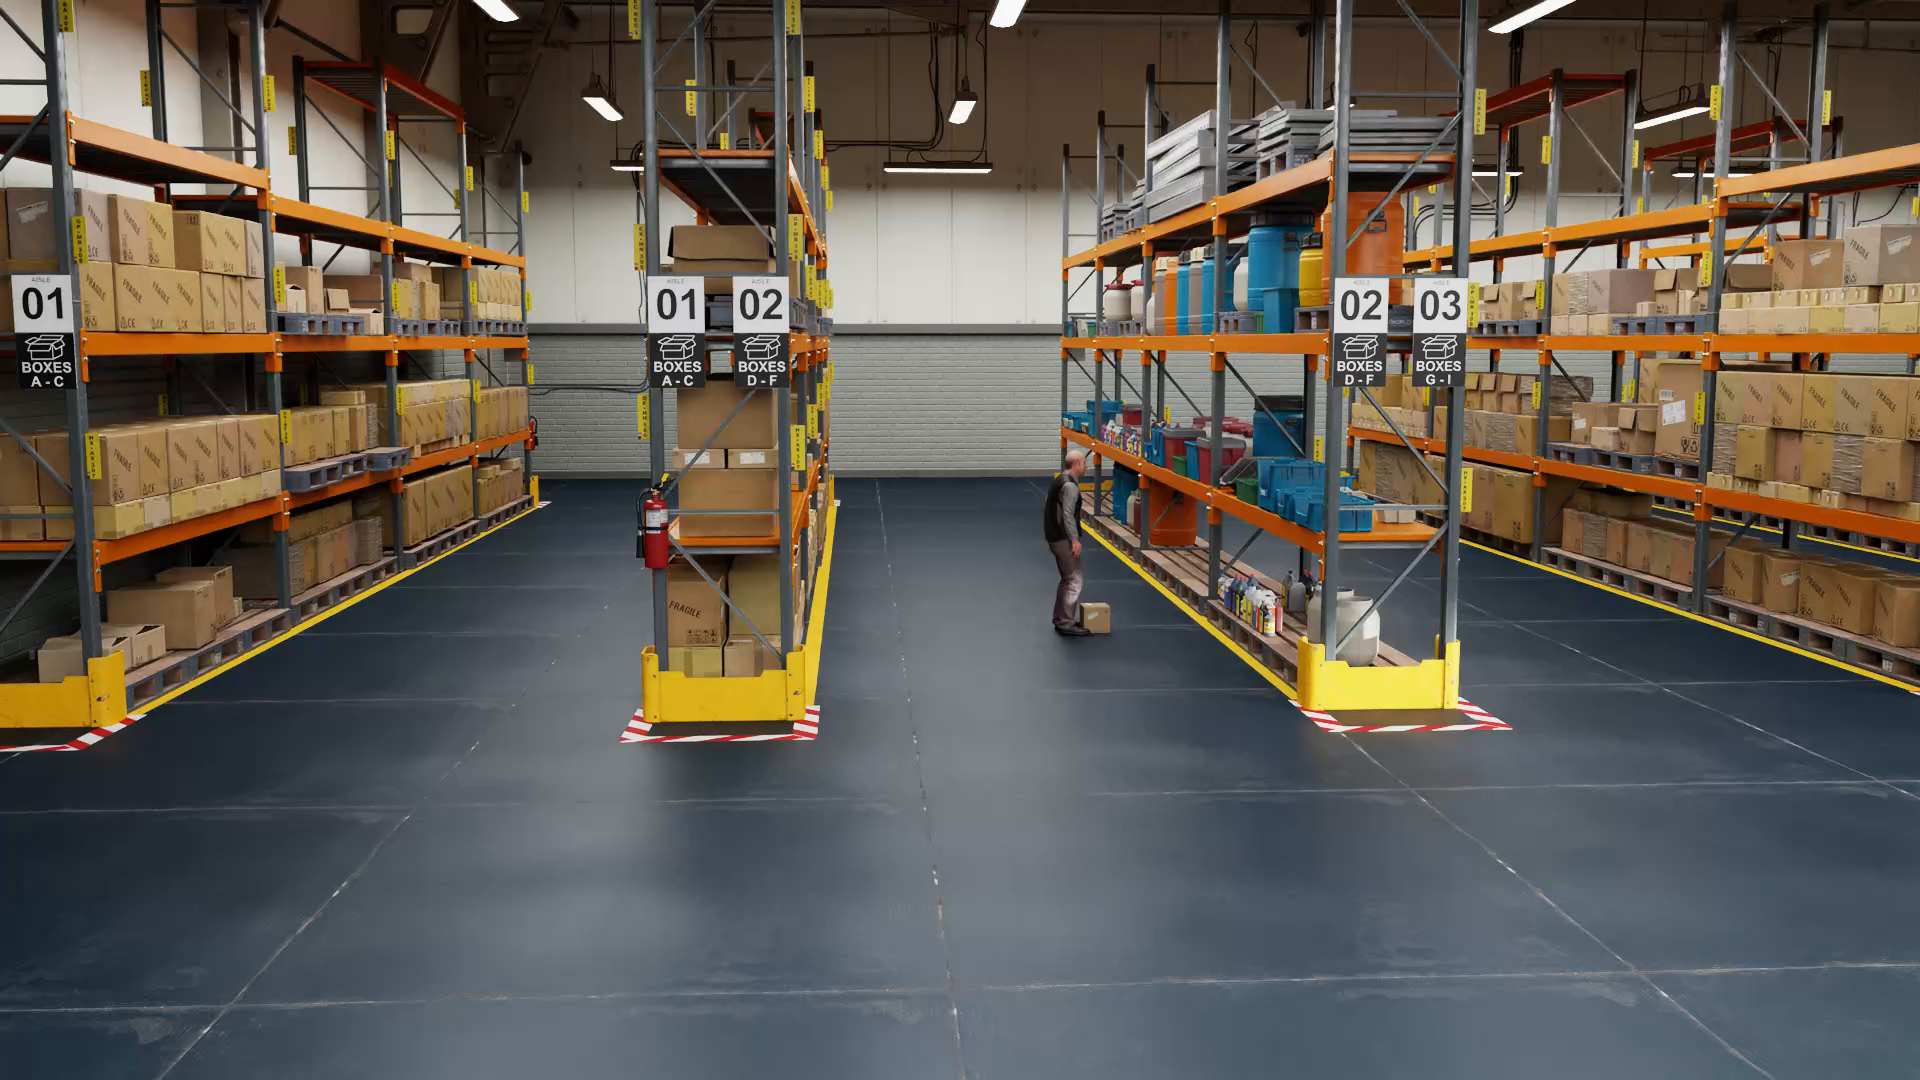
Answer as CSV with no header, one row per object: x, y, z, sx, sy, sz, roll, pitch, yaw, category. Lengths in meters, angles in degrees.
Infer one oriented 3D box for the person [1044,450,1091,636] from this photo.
1.004,0.015,15.715,0.413,1.721,0.581,0,7,-4,person
